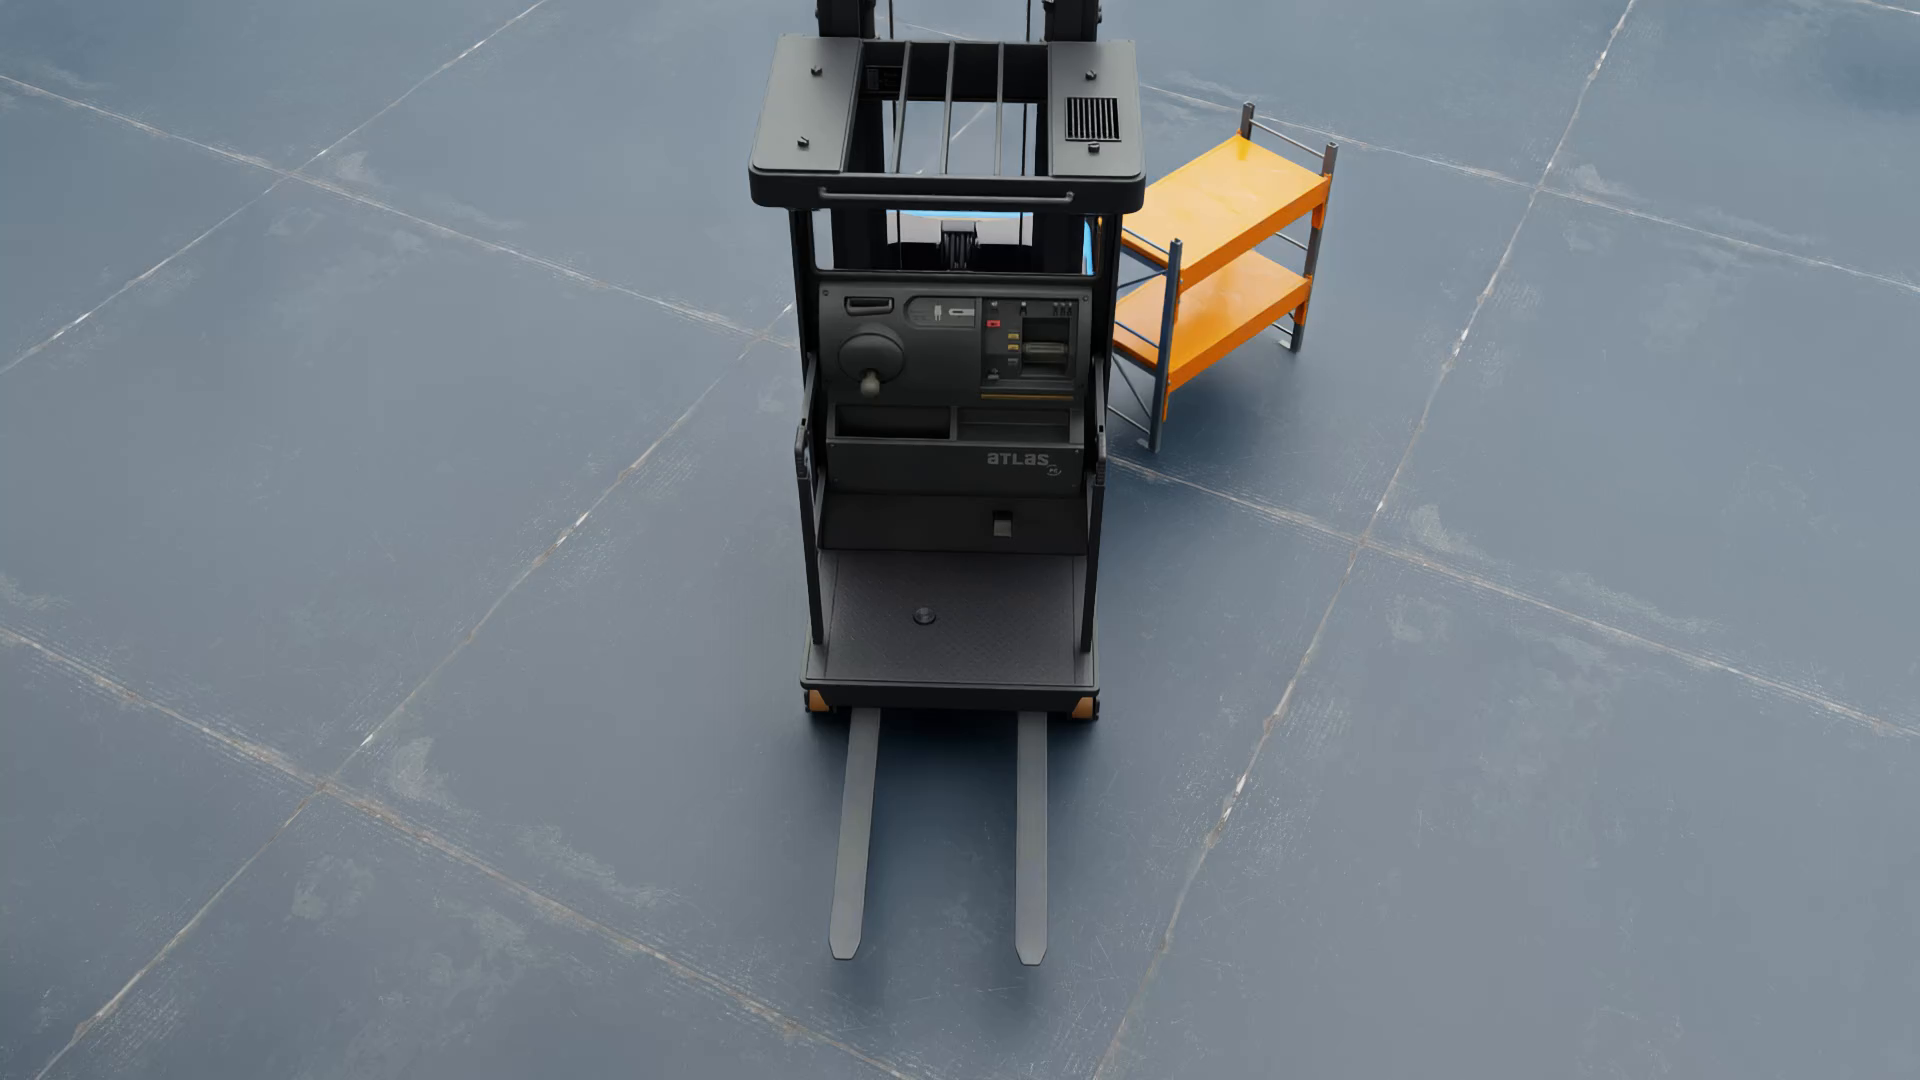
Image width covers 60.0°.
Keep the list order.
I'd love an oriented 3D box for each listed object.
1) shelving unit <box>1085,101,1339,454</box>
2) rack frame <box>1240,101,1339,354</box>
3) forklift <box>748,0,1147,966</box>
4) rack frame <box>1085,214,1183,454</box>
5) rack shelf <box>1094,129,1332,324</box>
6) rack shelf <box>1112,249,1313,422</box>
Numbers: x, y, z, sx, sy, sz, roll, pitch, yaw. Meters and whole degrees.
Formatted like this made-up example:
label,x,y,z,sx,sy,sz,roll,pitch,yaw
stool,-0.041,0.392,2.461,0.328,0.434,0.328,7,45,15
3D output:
label,x,y,z,sx,sy,sz,roll,pitch,yaw
shelving unit,1.072,-1.165,7.391,1.048,1.125,0.538,-34,55,-29
rack frame,1.438,-1.416,7.639,0.032,1.125,0.500,-34,55,-29
forklift,-0.022,-0.586,5.549,1.130,2.935,3.031,1,45,1
rack frame,0.706,-0.914,7.143,0.032,1.125,0.500,-34,55,-29
rack shelf,1.072,-1.371,7.183,1.000,0.278,0.538,-34,55,-29
rack shelf,1.072,-0.993,7.565,1.000,0.278,0.538,-34,55,-29
